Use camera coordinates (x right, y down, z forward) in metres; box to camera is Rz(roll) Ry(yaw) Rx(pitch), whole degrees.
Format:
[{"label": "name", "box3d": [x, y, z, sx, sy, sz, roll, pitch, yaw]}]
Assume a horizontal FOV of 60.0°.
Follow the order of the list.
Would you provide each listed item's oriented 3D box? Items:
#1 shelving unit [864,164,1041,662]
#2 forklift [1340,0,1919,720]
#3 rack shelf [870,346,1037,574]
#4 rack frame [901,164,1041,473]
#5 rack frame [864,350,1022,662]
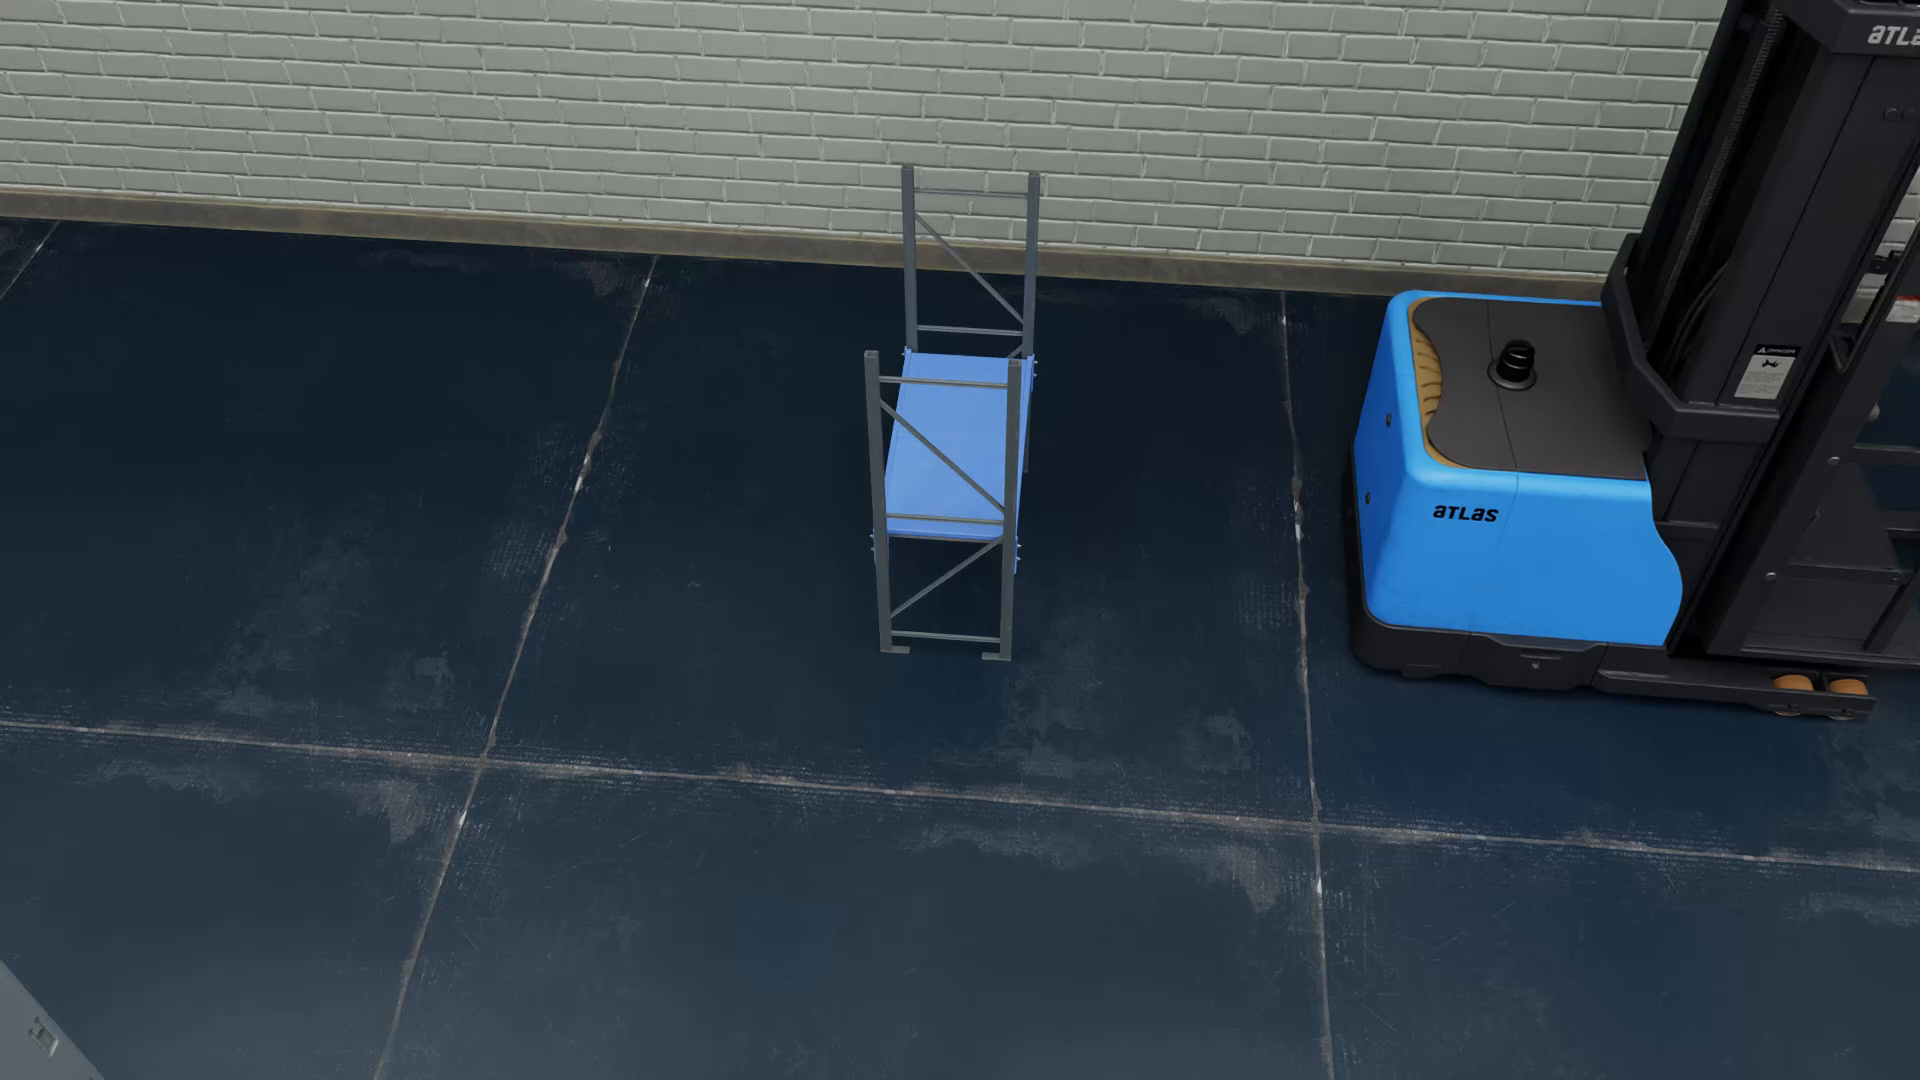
[{"label": "shelving unit", "box3d": [-0.008, -0.443, 6.165, 0.538, 1.500, 1.048, 4, 48, 4]}, {"label": "forklift", "box3d": [3.037, -0.737, 5.464, 3.031, 2.935, 1.130, 4, 48, 4]}, {"label": "rack shelf", "box3d": [-0.008, -0.322, 6.298, 0.538, 0.185, 1.000, 4, 48, 4]}, {"label": "rack frame", "box3d": [0.039, -0.817, 6.507, 0.500, 1.500, 0.032, 4, 48, 4]}, {"label": "rack frame", "box3d": [-0.054, -0.070, 5.824, 0.500, 1.500, 0.032, 4, 48, 4]}]
